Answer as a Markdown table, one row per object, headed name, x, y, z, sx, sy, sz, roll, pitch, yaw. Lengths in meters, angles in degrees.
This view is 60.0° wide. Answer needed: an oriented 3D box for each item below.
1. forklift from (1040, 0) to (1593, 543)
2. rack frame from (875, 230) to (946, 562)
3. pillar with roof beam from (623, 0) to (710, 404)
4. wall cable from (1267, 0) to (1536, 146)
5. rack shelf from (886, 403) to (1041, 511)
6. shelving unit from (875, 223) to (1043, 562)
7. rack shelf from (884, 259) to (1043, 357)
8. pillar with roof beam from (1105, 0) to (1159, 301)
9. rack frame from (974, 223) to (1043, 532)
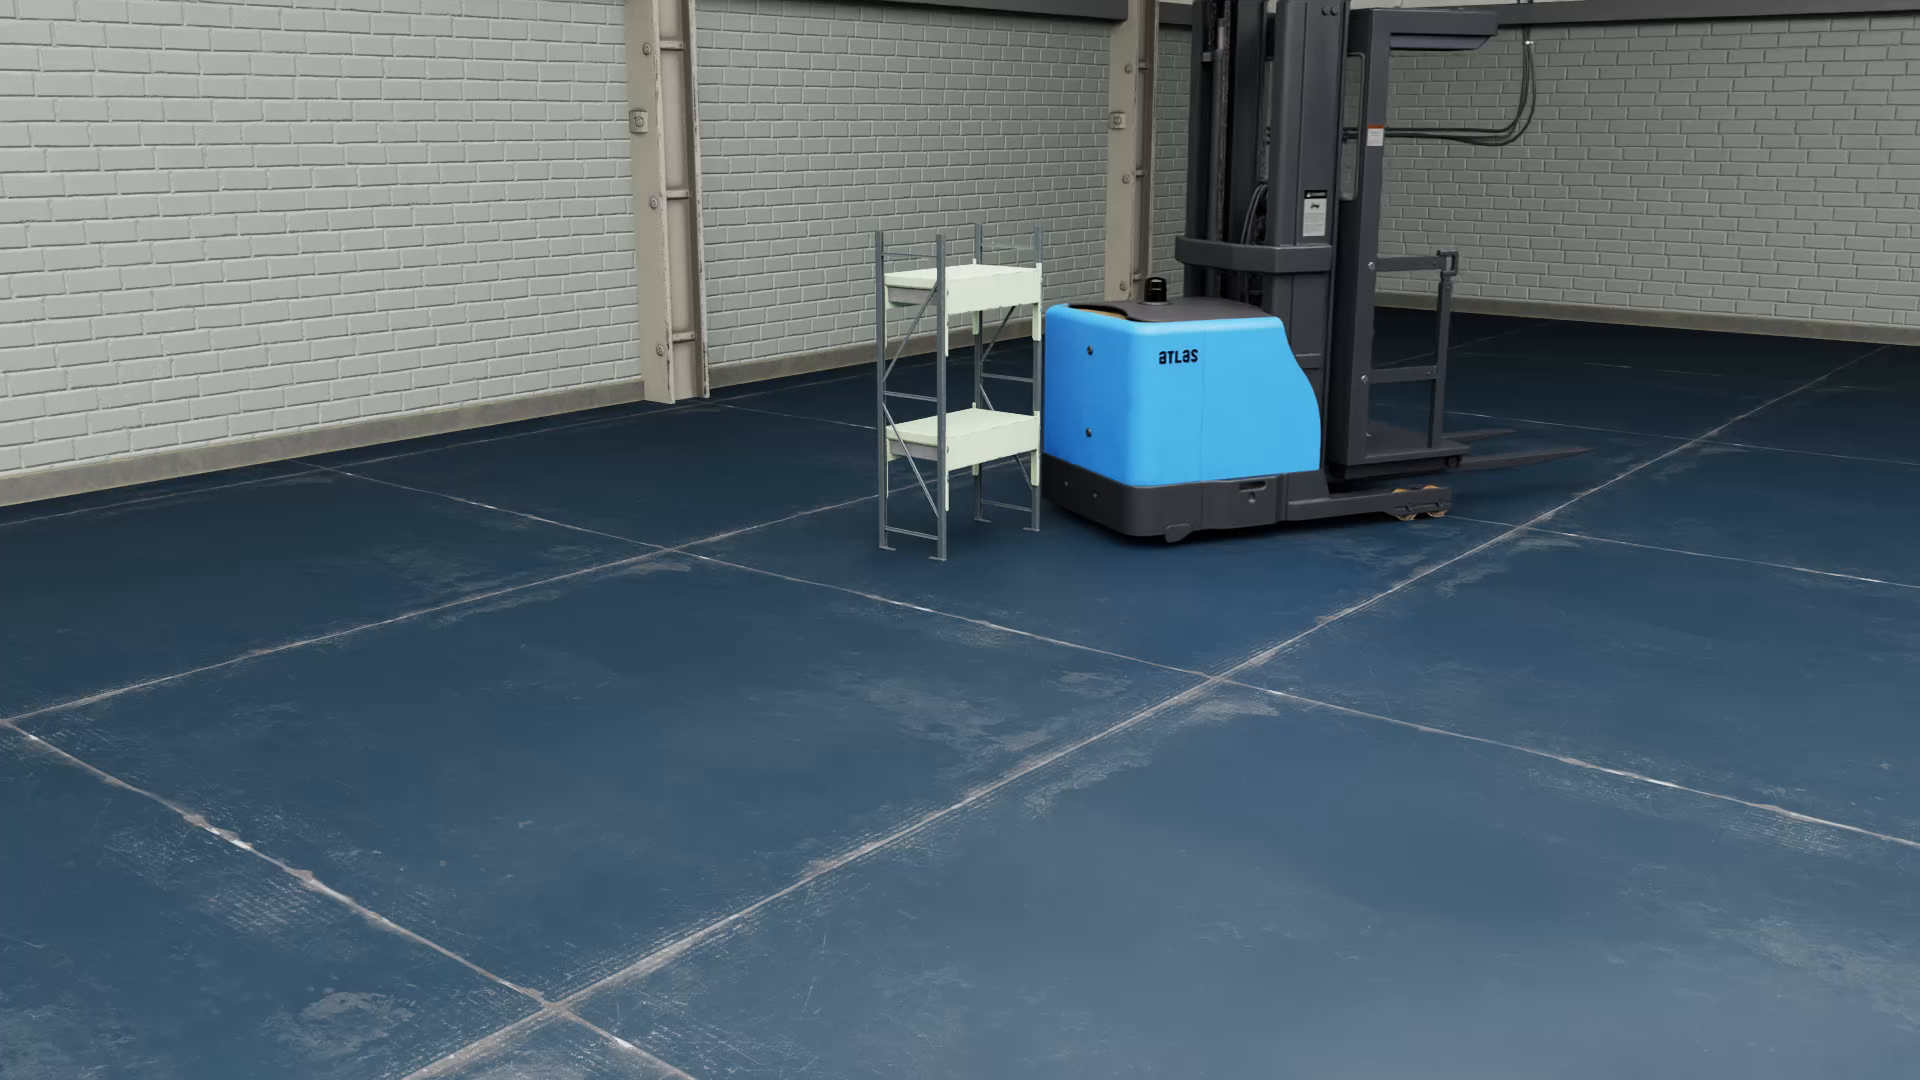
| name | x | y | z | sx | sy | sz | roll | pitch | yaw |
| --- | --- | --- | --- | --- | --- | --- | --- | --- | --- |
| forklift | 1.984 | -1.628 | 8.579 | 3.031 | 2.935 | 1.130 | -6 | 16 | -23 |
| rack frame | -0.226 | -0.658 | 7.667 | 0.400 | 1.500 | 0.023 | 11 | 18 | 38 |
| pillar with roof beam | 1.262 | -4.739 | 8.500 | 9.100 | 9.000 | 0.400 | 11 | 18 | 38 |
| wall cable | 4.564 | -5.408 | 17.443 | 3.097 | 2.526 | 0.112 | 11 | 18 | 38 |
| rack shelf | 0.004 | -0.412 | 8.024 | 0.431 | 0.370 | 0.720 | 11 | 18 | 38 |
| shelving unit | 0.004 | -0.728 | 7.943 | 0.431 | 1.500 | 0.755 | 11 | 18 | 38 |
| rack shelf | 0.004 | -1.106 | 7.847 | 0.431 | 0.370 | 0.720 | 11 | 18 | 38 |
| pillar with roof beam | 5.033 | -5.888 | 13.023 | 9.100 | 9.000 | 0.400 | 11 | 18 | 38 |
| rack frame | 0.234 | -0.798 | 8.219 | 0.400 | 1.500 | 0.023 | 11 | 18 | 38 |
